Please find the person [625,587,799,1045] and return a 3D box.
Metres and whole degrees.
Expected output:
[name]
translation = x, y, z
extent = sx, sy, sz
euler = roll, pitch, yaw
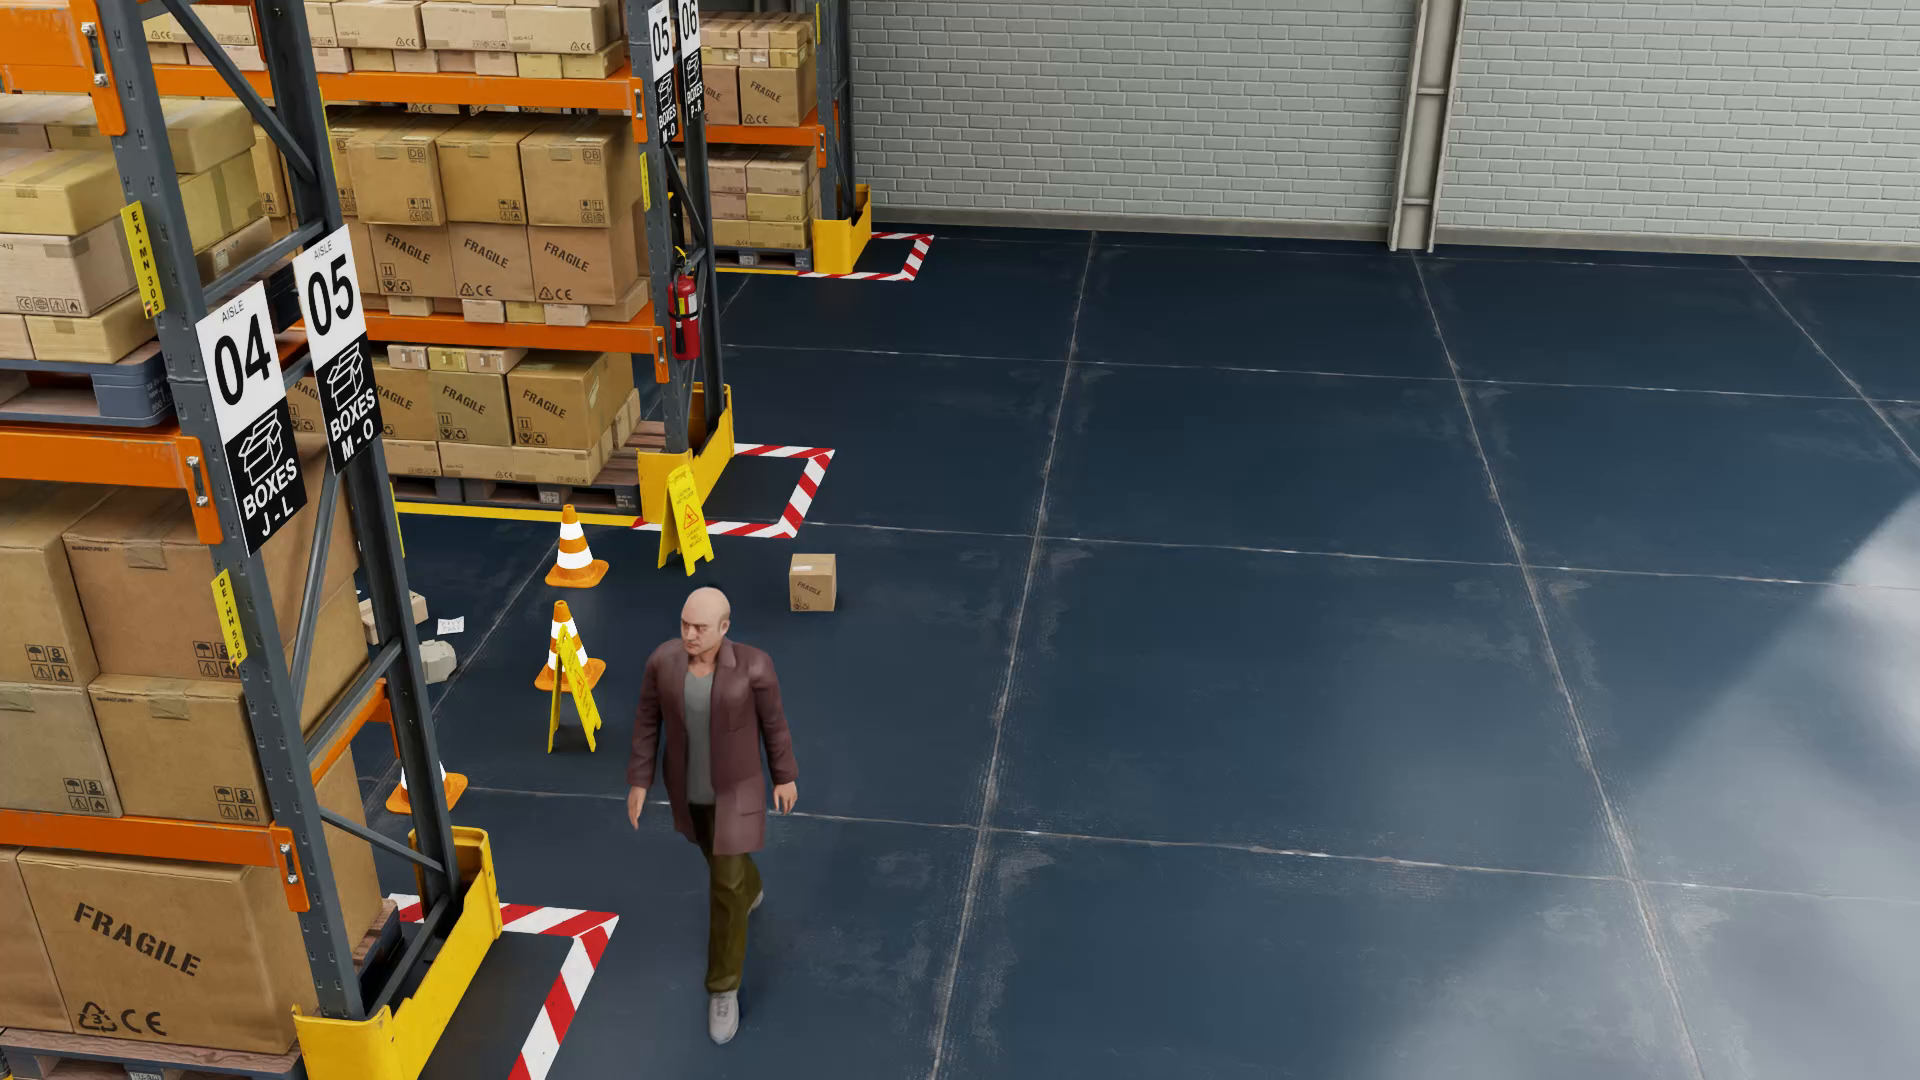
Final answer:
[person]
translation = -1.020, 1.035, 6.697
extent = 0.642, 1.807, 0.859
euler = 9, 29, 16
